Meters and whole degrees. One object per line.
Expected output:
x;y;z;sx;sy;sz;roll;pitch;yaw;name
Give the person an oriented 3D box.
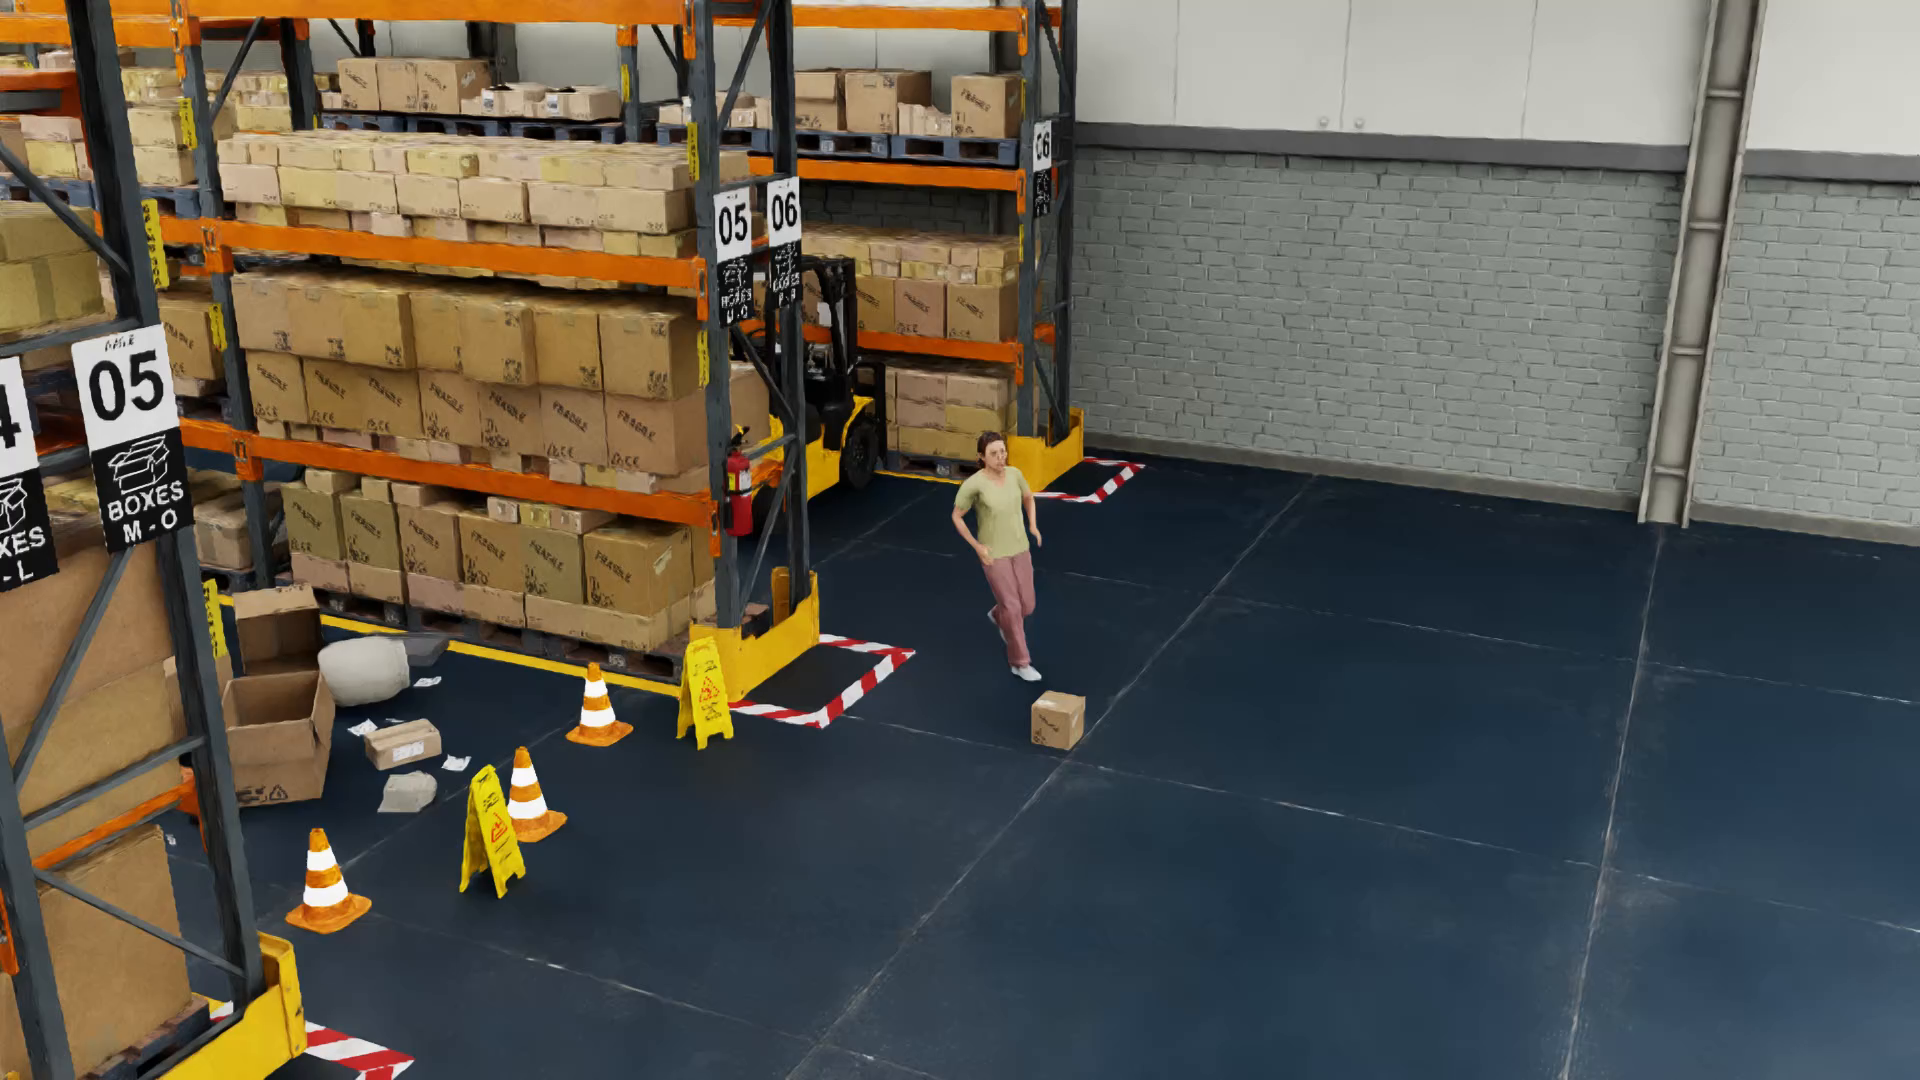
0.248;0.083;10.848;0.600;1.644;0.712;-9;21;-24;person
